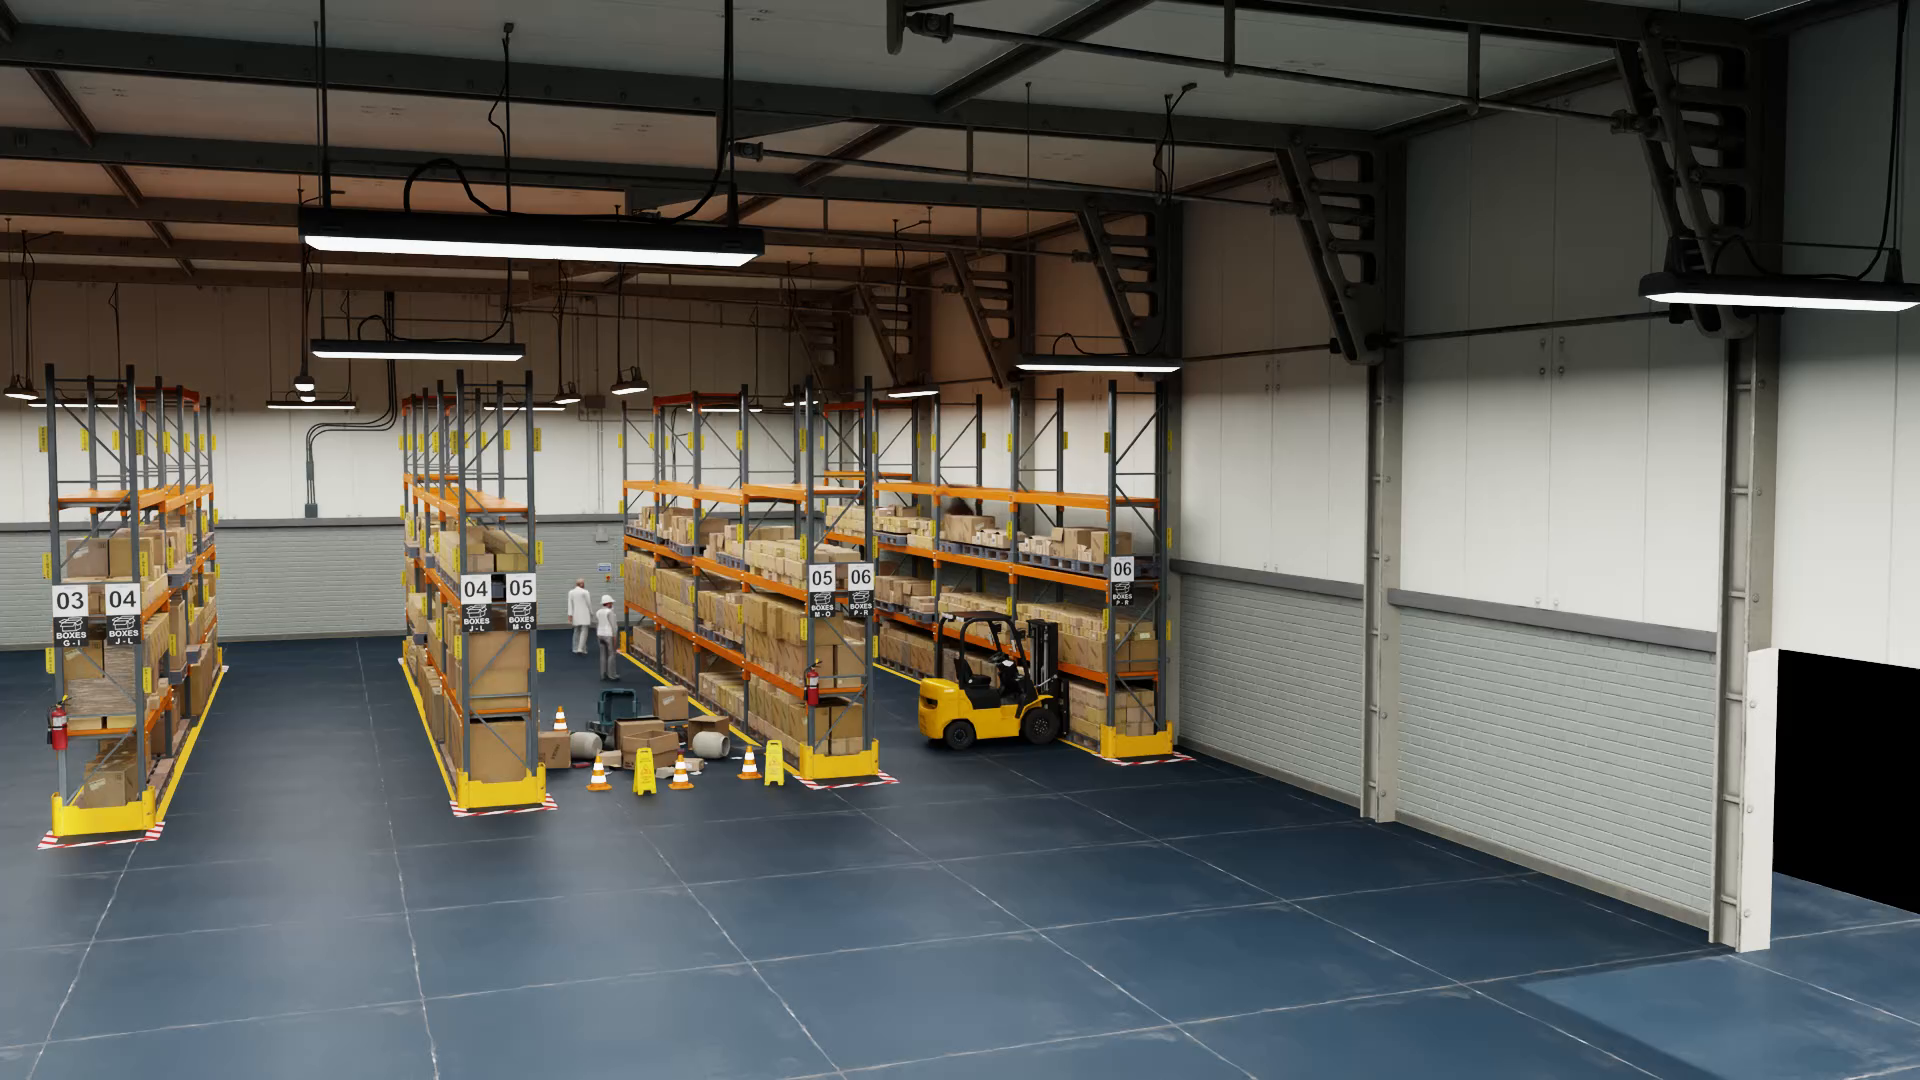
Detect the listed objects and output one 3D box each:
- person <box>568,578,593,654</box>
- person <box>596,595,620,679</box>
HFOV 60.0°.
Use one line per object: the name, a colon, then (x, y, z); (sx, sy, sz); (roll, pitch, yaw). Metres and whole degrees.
person: (-9.001, 1.799, 39.418); (0.558, 1.787, 0.653); (1, 4, 21)
person: (-7.441, 2.049, 35.178); (0.587, 1.776, 0.400); (2, 4, 35)
